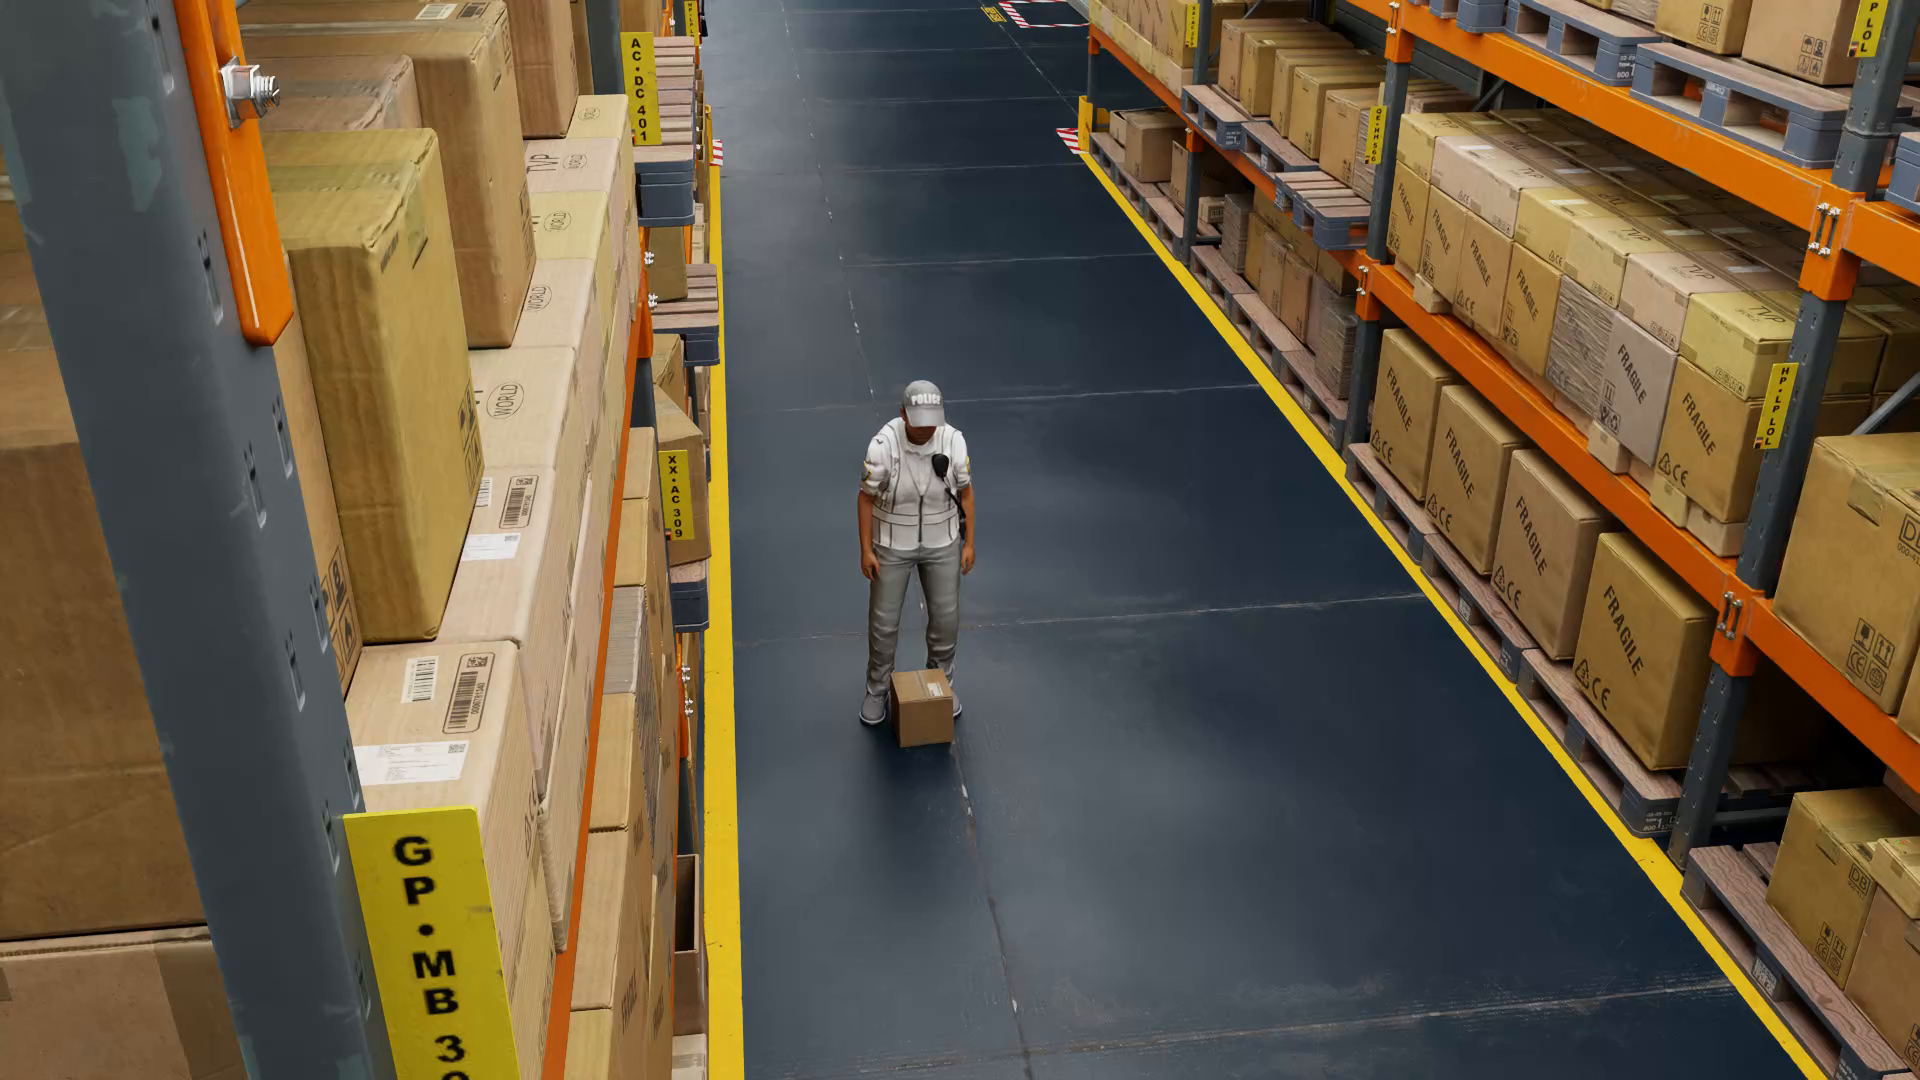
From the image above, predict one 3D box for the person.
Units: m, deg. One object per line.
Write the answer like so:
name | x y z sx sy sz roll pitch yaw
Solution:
person | -0.205 0.043 7.527 0.563 1.667 0.463 -4 28 -9
